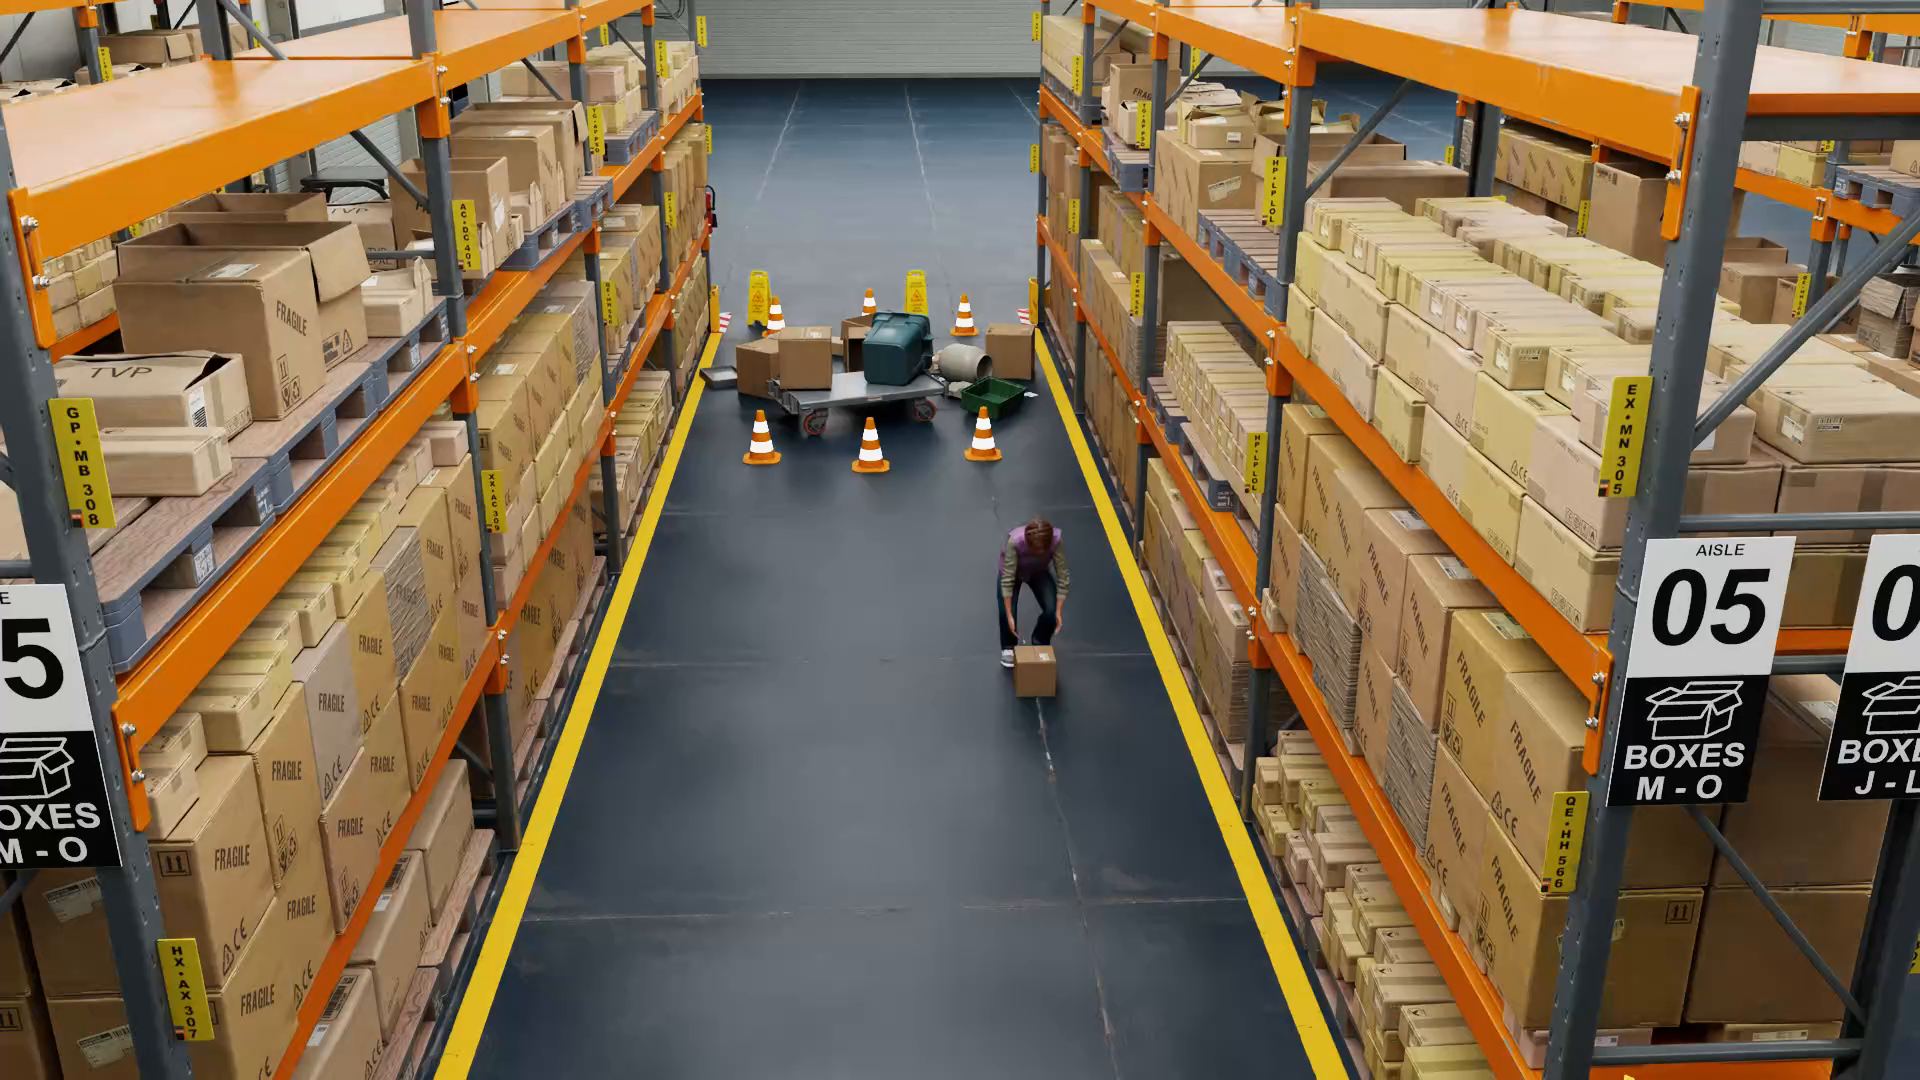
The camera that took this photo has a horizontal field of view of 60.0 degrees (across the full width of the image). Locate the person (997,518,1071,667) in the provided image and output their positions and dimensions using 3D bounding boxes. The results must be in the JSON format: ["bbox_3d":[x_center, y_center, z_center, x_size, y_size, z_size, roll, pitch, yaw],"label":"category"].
[{"bbox_3d":[0.476,0.306,10.950,0.464,1.130,0.736,-1,21,-3],"label":"person"}]
